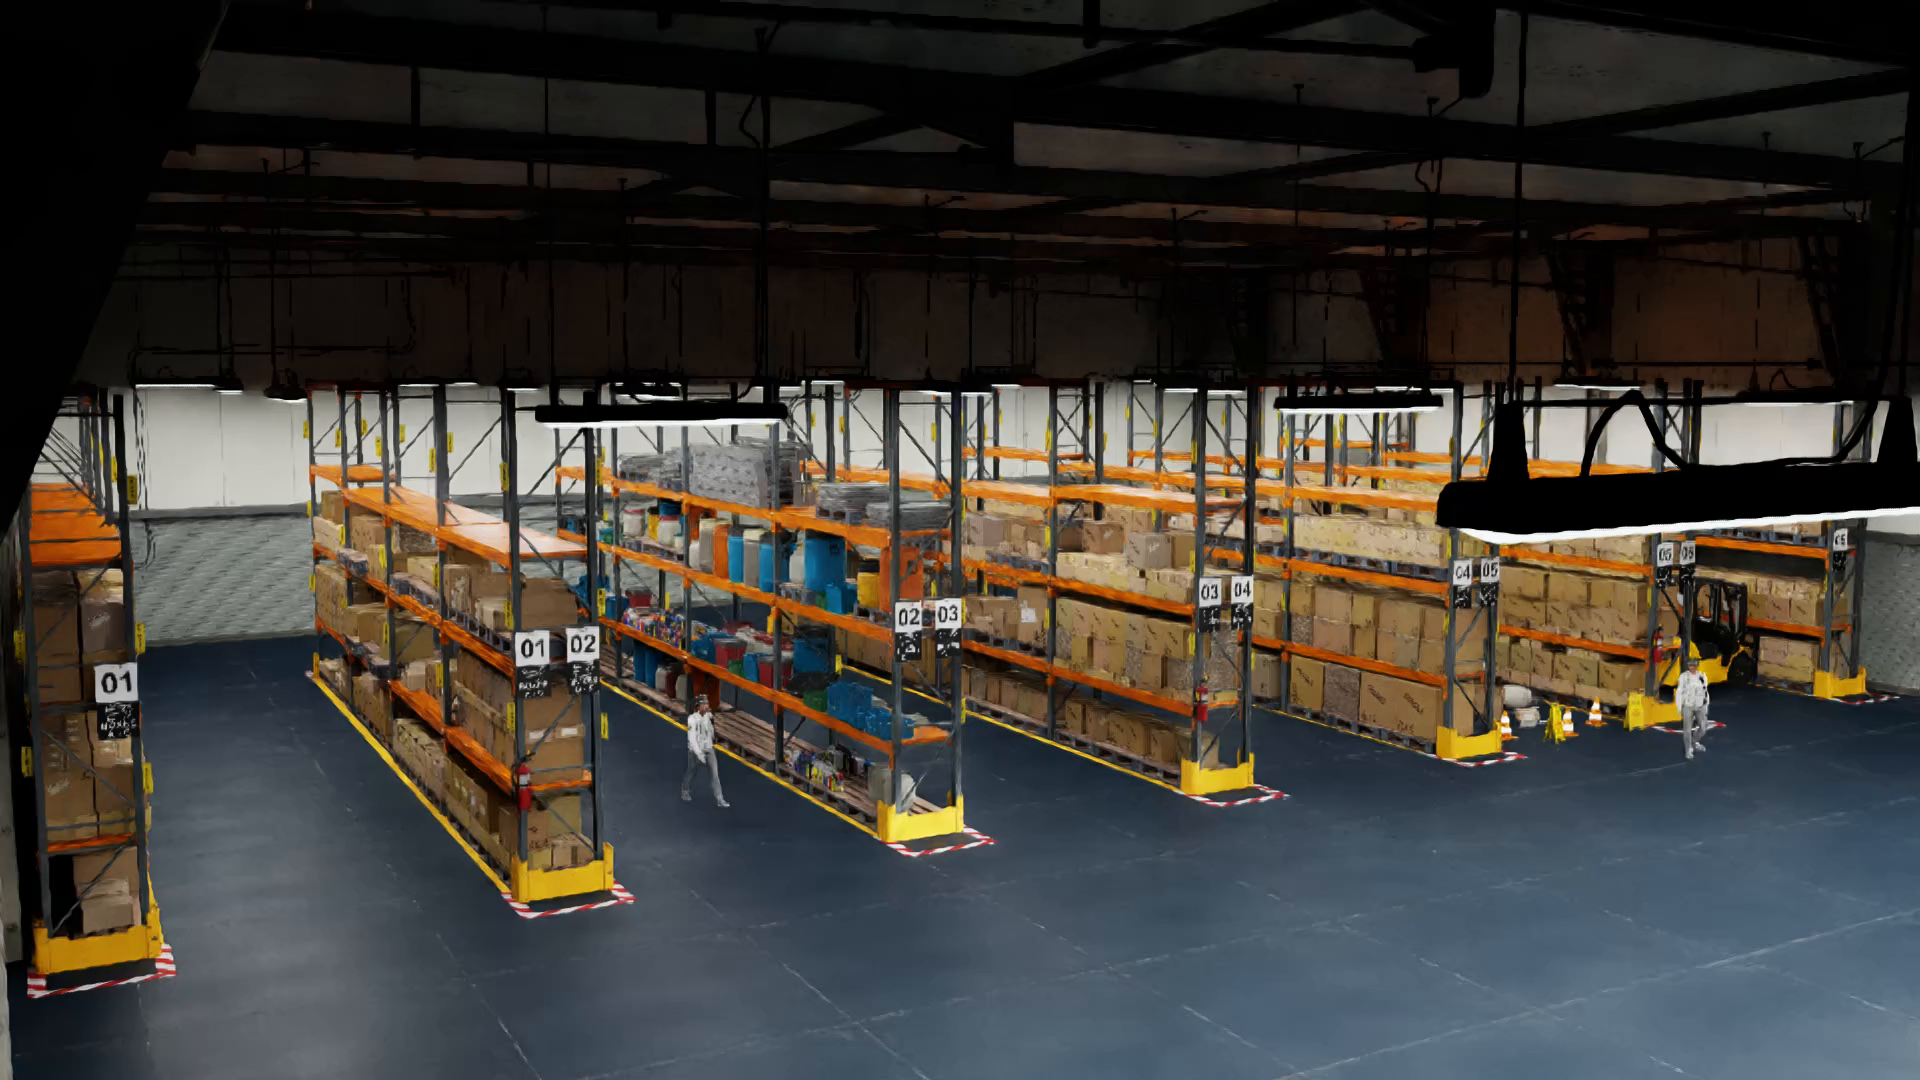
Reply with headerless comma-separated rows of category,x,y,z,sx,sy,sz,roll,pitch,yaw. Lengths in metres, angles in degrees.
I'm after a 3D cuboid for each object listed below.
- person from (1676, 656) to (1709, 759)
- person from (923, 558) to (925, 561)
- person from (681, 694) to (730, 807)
person,11.774,2.664,26.748,0.533,1.672,0.509,1,6,9
person,-0.991,1.211,40.043,0.553,1.706,1.123,-3,7,-27
person,-3.682,2.985,23.742,0.483,1.621,0.978,-5,8,-37
